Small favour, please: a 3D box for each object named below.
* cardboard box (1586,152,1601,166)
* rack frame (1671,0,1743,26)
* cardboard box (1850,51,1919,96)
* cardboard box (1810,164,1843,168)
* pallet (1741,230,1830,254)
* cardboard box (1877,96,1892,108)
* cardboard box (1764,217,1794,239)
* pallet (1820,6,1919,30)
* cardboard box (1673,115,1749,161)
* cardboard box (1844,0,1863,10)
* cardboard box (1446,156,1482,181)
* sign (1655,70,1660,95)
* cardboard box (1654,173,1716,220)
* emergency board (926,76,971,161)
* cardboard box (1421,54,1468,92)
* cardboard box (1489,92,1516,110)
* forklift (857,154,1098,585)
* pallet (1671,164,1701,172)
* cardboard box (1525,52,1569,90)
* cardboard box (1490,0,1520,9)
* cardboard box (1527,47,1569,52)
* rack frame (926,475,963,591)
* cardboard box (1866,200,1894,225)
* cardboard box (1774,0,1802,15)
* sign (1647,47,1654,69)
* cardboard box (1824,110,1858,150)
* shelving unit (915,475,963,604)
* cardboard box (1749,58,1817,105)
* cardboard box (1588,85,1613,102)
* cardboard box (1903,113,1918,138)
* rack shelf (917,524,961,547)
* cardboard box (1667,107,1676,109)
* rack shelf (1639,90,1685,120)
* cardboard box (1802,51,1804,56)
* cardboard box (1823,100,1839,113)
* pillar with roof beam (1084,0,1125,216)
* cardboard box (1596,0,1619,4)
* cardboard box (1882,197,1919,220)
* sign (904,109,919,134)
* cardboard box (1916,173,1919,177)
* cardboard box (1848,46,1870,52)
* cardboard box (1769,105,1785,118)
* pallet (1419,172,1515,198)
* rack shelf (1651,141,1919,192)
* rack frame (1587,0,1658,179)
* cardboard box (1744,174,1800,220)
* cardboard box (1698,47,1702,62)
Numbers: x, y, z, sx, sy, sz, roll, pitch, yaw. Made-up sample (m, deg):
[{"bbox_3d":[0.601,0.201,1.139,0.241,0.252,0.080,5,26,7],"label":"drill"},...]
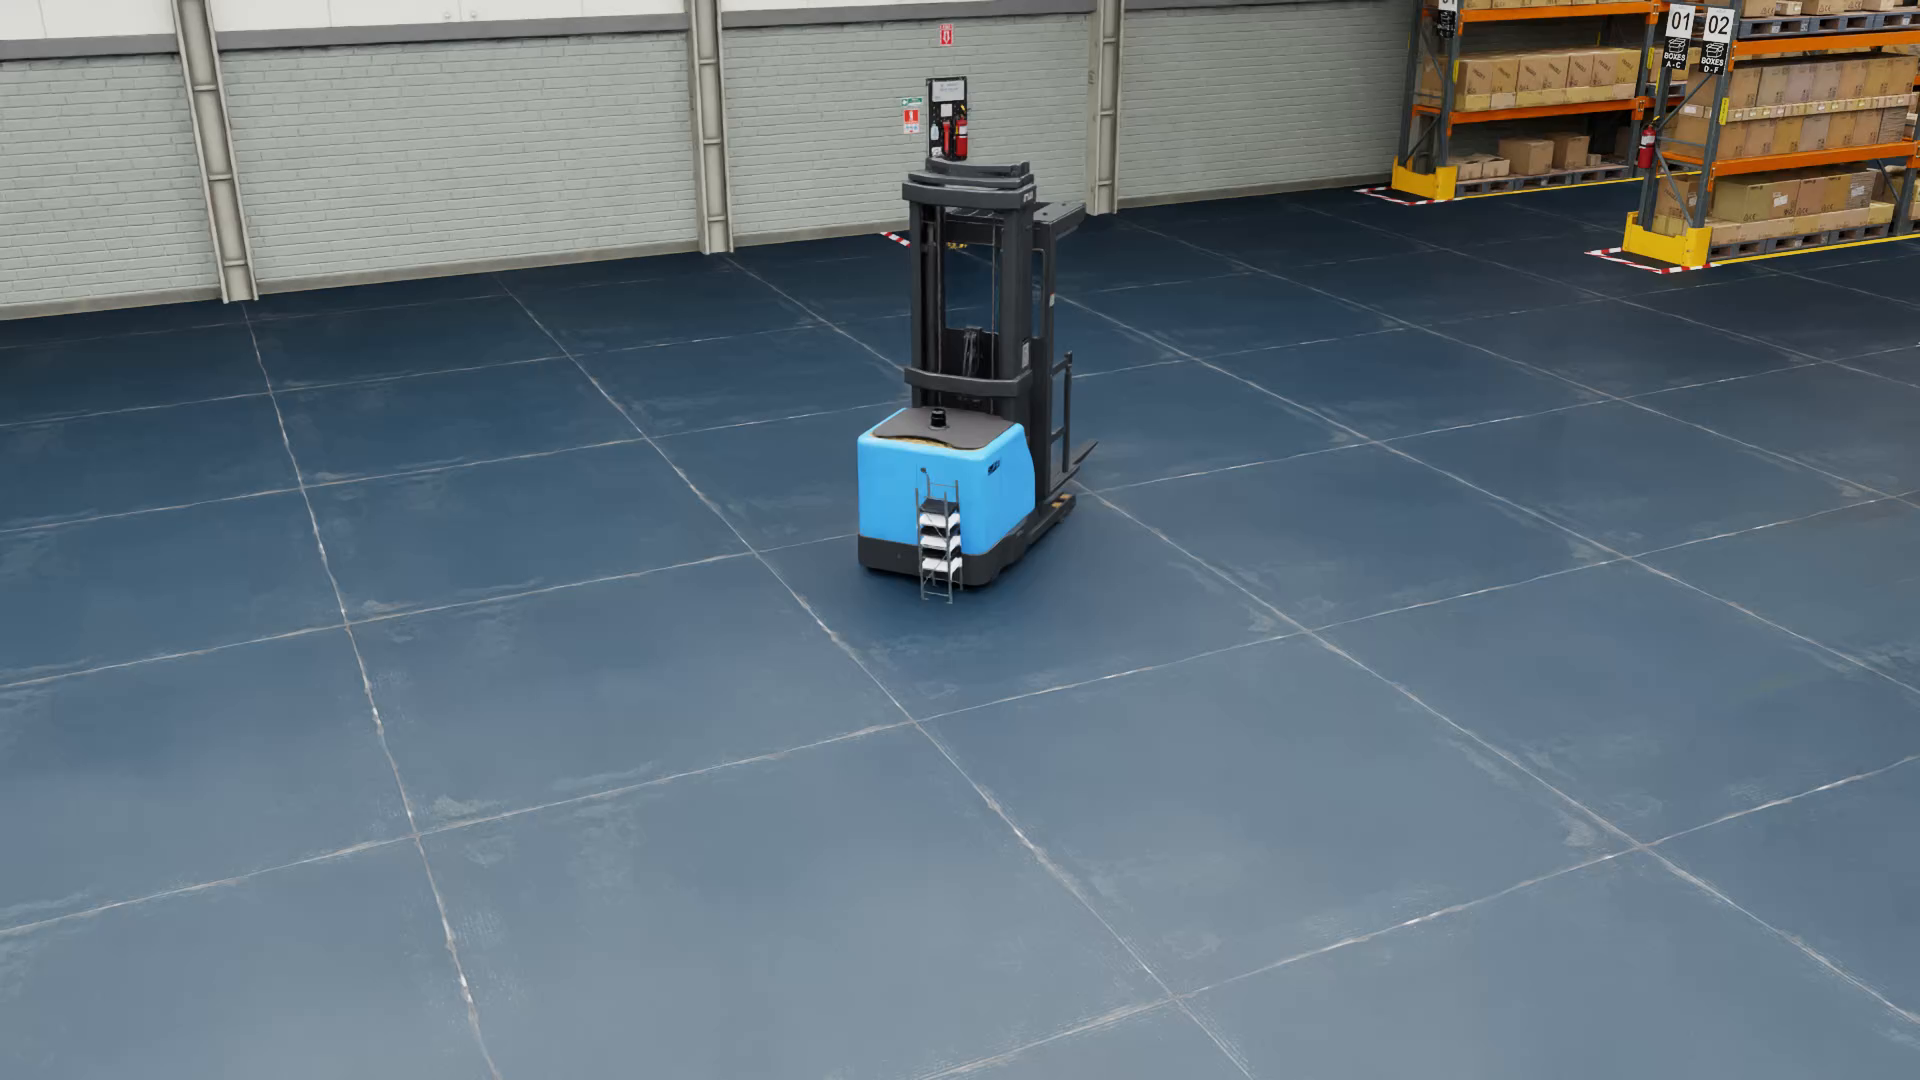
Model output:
[{"bbox_3d":[10.392,-6.333,27.580,0.250,0.166,0.380,-14,26,-30],"label":"cardboard box"},{"bbox_3d":[9.408,-7.940,20.488,0.127,3.000,1.000,-10,25,-24],"label":"rack frame"},{"bbox_3d":[12.615,-6.401,22.788,0.500,0.500,0.700,-10,25,-23],"label":"cardboard box"},{"bbox_3d":[12.012,-5.047,23.409,0.500,0.500,0.500,-10,25,-24],"label":"cardboard box"},{"bbox_3d":[11.177,-4.222,22.995,1.213,0.211,1.003,-10,25,-24],"label":"pallet"},{"bbox_3d":[12.402,-5.974,22.604,0.250,0.149,0.380,-11,25,-25],"label":"cardboard box"},{"bbox_3d":[10.888,-4.271,22.514,0.500,0.250,0.500,-10,25,-24],"label":"cardboard box"},{"bbox_3d":[12.255,-7.026,22.318,1.213,0.211,1.003,-10,25,-24],"label":"pallet"},{"bbox_3d":[9.834,-5.287,21.793,0.500,0.500,0.700,-10,25,-24],"label":"cardboard box"},{"bbox_3d":[11.474,-7.294,21.983,0.637,0.503,0.797,-8,24,-18],"label":"cardboard box"},{"bbox_3d":[7.919,-5.919,26.391,0.500,0.311,0.500,-14,26,-30],"label":"cardboard box"},{"bbox_3d":[9.185,-6.002,21.826,0.005,0.325,0.100,-10,25,-24],"label":"sign"},{"bbox_3d":[9.762,-4.629,22.400,0.500,0.500,0.500,-10,25,-24],"label":"cardboard box"},{"bbox_3d":[-0.138,-5.897,23.396,0.643,1.169,0.194,-10,25,-24],"label":"emergency board"},{"bbox_3d":[7.589,-7.312,26.006,0.500,0.500,0.500,-11,25,-24],"label":"cardboard box"},{"bbox_3d":[8.296,-6.877,25.934,0.500,0.250,0.500,-11,25,-25],"label":"cardboard box"},{"bbox_3d":[0.296,-1.554,12.995,1.130,2.935,3.031,10,24,22],"label":"forklift"},{"bbox_3d":[12.662,-6.583,28.700,1.213,0.211,1.003,-10,25,-24],"label":"pallet"},{"bbox_3d":[9.195,-7.388,26.189,0.500,0.500,0.500,-10,24,-22],"label":"cardboard box"},{"bbox_3d":[8.166,-8.362,25.273,0.500,0.500,0.500,-9,24,-20],"label":"cardboard box"},{"bbox_3d":[9.427,-7.653,26.829,0.500,0.500,0.500,-10,24,-22],"label":"cardboard box"},{"bbox_3d":[-0.108,-0.046,11.956,0.240,0.900,0.006,9,30,21],"label":"rack frame"},{"bbox_3d":[12.689,-4.603,23.316,0.500,0.250,0.500,-10,25,-24],"label":"cardboard box"},{"bbox_3d":[10.545,-6.831,21.328,0.250,0.149,0.380,-10,25,-24],"label":"cardboard box"},{"bbox_3d":[11.103,-7.752,26.747,0.005,0.325,0.100,-10,25,-24],"label":"sign"},{"bbox_3d":[11.689,-5.630,22.622,0.500,0.500,0.700,-10,25,-23],"label":"cardboard box"},{"bbox_3d":[-0.147,0.000,11.874,0.258,0.900,0.210,9,30,21],"label":"shelving unit"},{"bbox_3d":[10.808,-6.068,21.984,0.500,0.500,0.700,-10,25,-23],"label":"cardboard box"},{"bbox_3d":[10.113,-7.215,26.751,0.500,0.250,0.500,-10,25,-23],"label":"cardboard box"},{"bbox_3d":[13.437,-5.859,23.501,0.500,0.250,0.500,-9,24,-20],"label":"cardboard box"},{"bbox_3d":[-0.149,-0.050,11.847,0.258,0.077,0.200,9,30,21],"label":"rack shelf"},{"bbox_3d":[12.379,-7.222,28.311,0.500,0.250,0.500,-11,25,-25],"label":"cardboard box"},{"bbox_3d":[12.663,-7.537,28.300,4.000,0.370,1.077,-10,25,-24],"label":"rack shelf"},{"bbox_3d":[14.776,-8.564,29.293,0.500,0.500,0.500,-10,25,-23],"label":"cardboard box"},{"bbox_3d":[11.478,-5.803,22.192,0.250,0.149,0.380,-10,24,-22],"label":"cardboard box"},{"bbox_3d":[3.973,-7.582,19.623,0.400,9.000,9.100,-10,25,-24],"label":"pillar with roof beam"},{"bbox_3d":[10.052,-8.731,26.164,0.500,0.500,0.500,-13,26,-28],"label":"cardboard box"},{"bbox_3d":[13.483,-4.736,23.639,0.500,0.250,0.500,-11,25,-25],"label":"cardboard box"},{"bbox_3d":[-0.680,-5.857,23.254,0.234,0.329,0.001,-10,25,-24],"label":"sign"},{"bbox_3d":[13.946,-5.078,23.731,0.500,0.311,0.500,-11,25,-24],"label":"cardboard box"},{"bbox_3d":[15.490,-8.470,29.068,0.500,0.500,0.500,-10,24,-22],"label":"cardboard box"},{"bbox_3d":[10.546,-5.631,21.777,0.250,0.149,0.380,-11,25,-24],"label":"cardboard box"},{"bbox_3d":[8.072,-5.721,26.618,1.213,0.211,1.003,-10,25,-24],"label":"pallet"},{"bbox_3d":[11.210,-5.167,22.575,4.000,0.370,1.077,-10,25,-24],"label":"rack shelf"},{"bbox_3d":[10.861,-7.538,27.361,0.127,3.000,1.000,-10,25,-24],"label":"rack frame"},{"bbox_3d":[10.883,-4.621,22.380,0.500,0.500,0.500,-10,25,-24],"label":"cardboard box"},{"bbox_3d":[12.420,-8.070,27.941,0.500,0.500,0.700,-7,23,-16],"label":"cardboard box"}]
